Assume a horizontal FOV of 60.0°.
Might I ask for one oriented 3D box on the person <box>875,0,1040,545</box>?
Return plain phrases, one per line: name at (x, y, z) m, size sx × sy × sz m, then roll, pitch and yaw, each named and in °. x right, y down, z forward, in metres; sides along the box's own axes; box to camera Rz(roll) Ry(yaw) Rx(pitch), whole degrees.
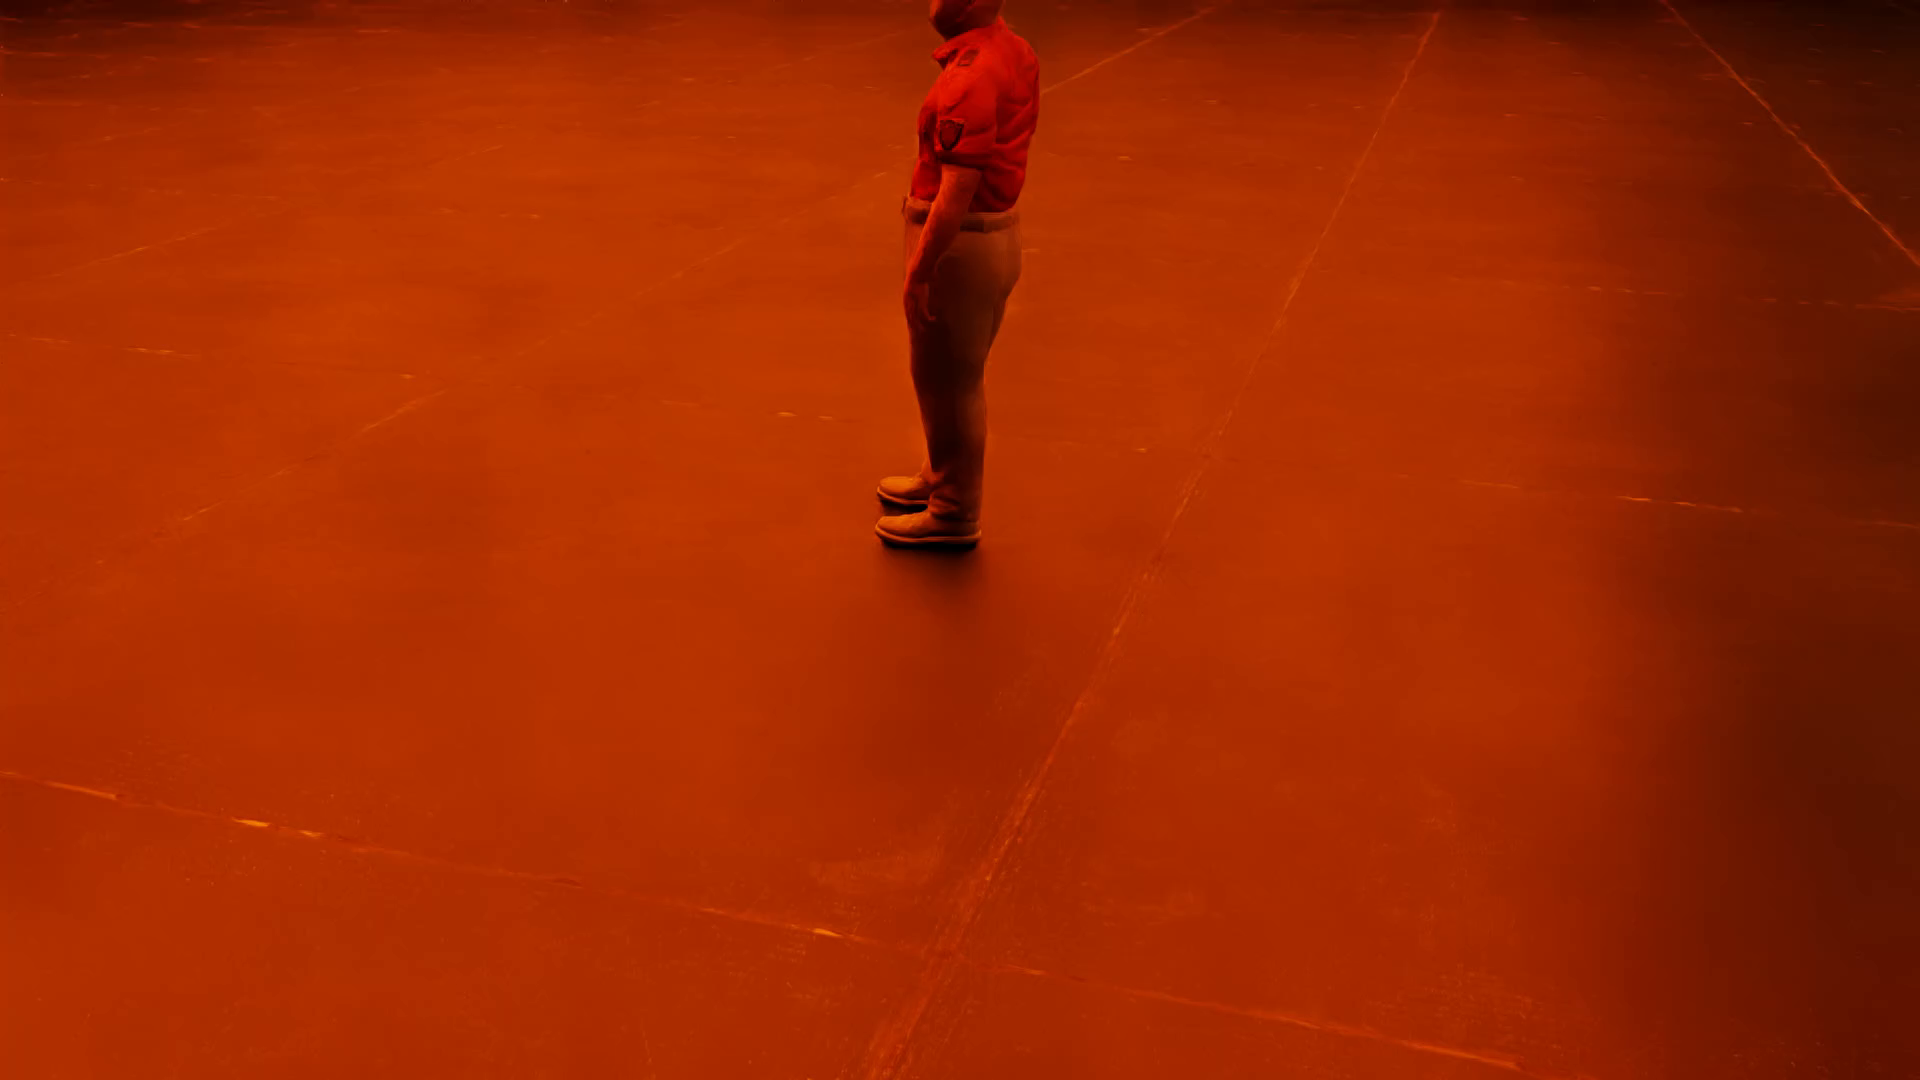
person at (-0.082, -0.821, 4.823) m, size 0.550 × 1.727 × 0.640 m, roll 7°, pitch 23°, yaw 16°
